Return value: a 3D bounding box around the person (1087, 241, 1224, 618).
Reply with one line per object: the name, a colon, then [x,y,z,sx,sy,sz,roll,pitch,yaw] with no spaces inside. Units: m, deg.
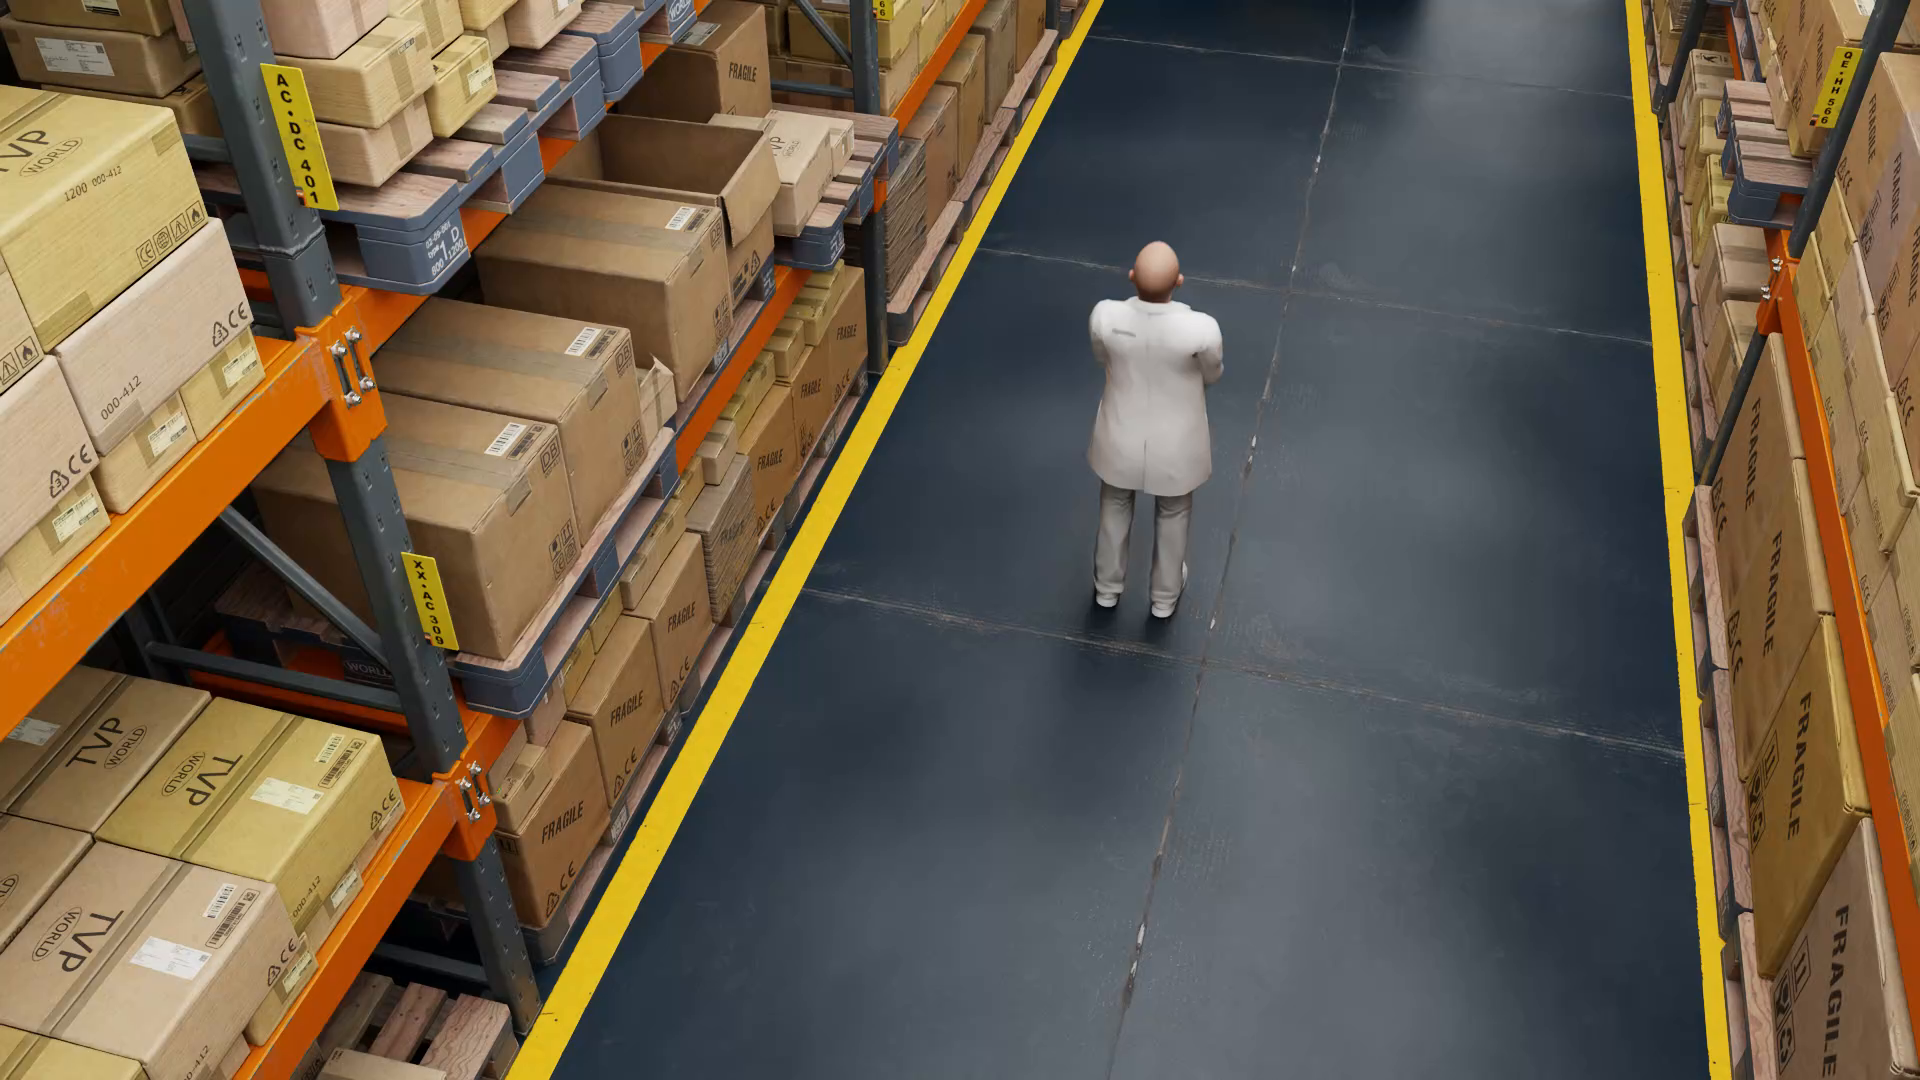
person: [0.788,-0.505,6.765,0.531,1.769,0.555,10,42,12]
